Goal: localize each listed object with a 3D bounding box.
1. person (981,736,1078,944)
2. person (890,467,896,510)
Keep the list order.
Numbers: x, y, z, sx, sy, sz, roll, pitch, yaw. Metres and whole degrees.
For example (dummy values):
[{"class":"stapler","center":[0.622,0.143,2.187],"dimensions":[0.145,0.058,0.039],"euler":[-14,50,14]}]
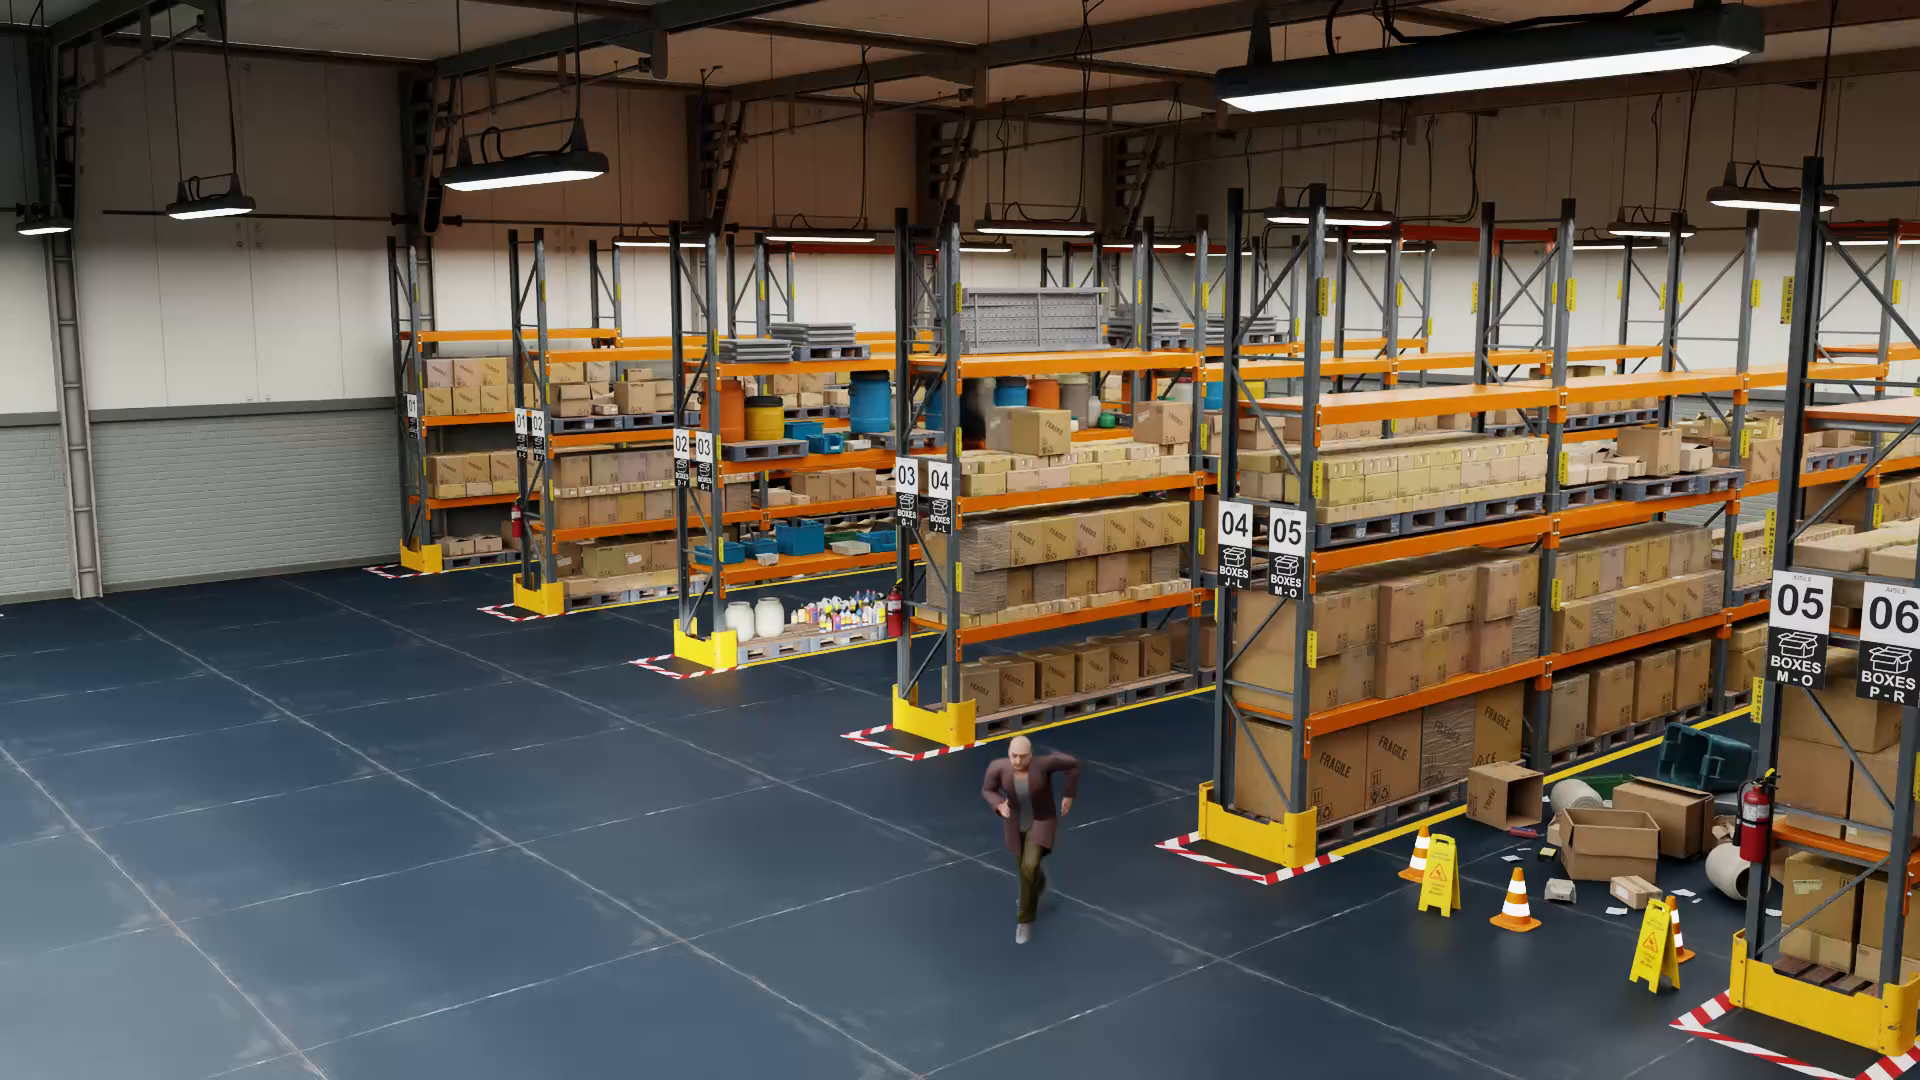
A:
[{"class":"person","center":[0.579,2.332,13.380],"dimensions":[0.753,1.737,1.072],"euler":[2,9,14]},{"class":"person","center":[-1.138,-0.832,33.330],"dimensions":[0.703,1.832,0.850],"euler":[8,12,44]}]
